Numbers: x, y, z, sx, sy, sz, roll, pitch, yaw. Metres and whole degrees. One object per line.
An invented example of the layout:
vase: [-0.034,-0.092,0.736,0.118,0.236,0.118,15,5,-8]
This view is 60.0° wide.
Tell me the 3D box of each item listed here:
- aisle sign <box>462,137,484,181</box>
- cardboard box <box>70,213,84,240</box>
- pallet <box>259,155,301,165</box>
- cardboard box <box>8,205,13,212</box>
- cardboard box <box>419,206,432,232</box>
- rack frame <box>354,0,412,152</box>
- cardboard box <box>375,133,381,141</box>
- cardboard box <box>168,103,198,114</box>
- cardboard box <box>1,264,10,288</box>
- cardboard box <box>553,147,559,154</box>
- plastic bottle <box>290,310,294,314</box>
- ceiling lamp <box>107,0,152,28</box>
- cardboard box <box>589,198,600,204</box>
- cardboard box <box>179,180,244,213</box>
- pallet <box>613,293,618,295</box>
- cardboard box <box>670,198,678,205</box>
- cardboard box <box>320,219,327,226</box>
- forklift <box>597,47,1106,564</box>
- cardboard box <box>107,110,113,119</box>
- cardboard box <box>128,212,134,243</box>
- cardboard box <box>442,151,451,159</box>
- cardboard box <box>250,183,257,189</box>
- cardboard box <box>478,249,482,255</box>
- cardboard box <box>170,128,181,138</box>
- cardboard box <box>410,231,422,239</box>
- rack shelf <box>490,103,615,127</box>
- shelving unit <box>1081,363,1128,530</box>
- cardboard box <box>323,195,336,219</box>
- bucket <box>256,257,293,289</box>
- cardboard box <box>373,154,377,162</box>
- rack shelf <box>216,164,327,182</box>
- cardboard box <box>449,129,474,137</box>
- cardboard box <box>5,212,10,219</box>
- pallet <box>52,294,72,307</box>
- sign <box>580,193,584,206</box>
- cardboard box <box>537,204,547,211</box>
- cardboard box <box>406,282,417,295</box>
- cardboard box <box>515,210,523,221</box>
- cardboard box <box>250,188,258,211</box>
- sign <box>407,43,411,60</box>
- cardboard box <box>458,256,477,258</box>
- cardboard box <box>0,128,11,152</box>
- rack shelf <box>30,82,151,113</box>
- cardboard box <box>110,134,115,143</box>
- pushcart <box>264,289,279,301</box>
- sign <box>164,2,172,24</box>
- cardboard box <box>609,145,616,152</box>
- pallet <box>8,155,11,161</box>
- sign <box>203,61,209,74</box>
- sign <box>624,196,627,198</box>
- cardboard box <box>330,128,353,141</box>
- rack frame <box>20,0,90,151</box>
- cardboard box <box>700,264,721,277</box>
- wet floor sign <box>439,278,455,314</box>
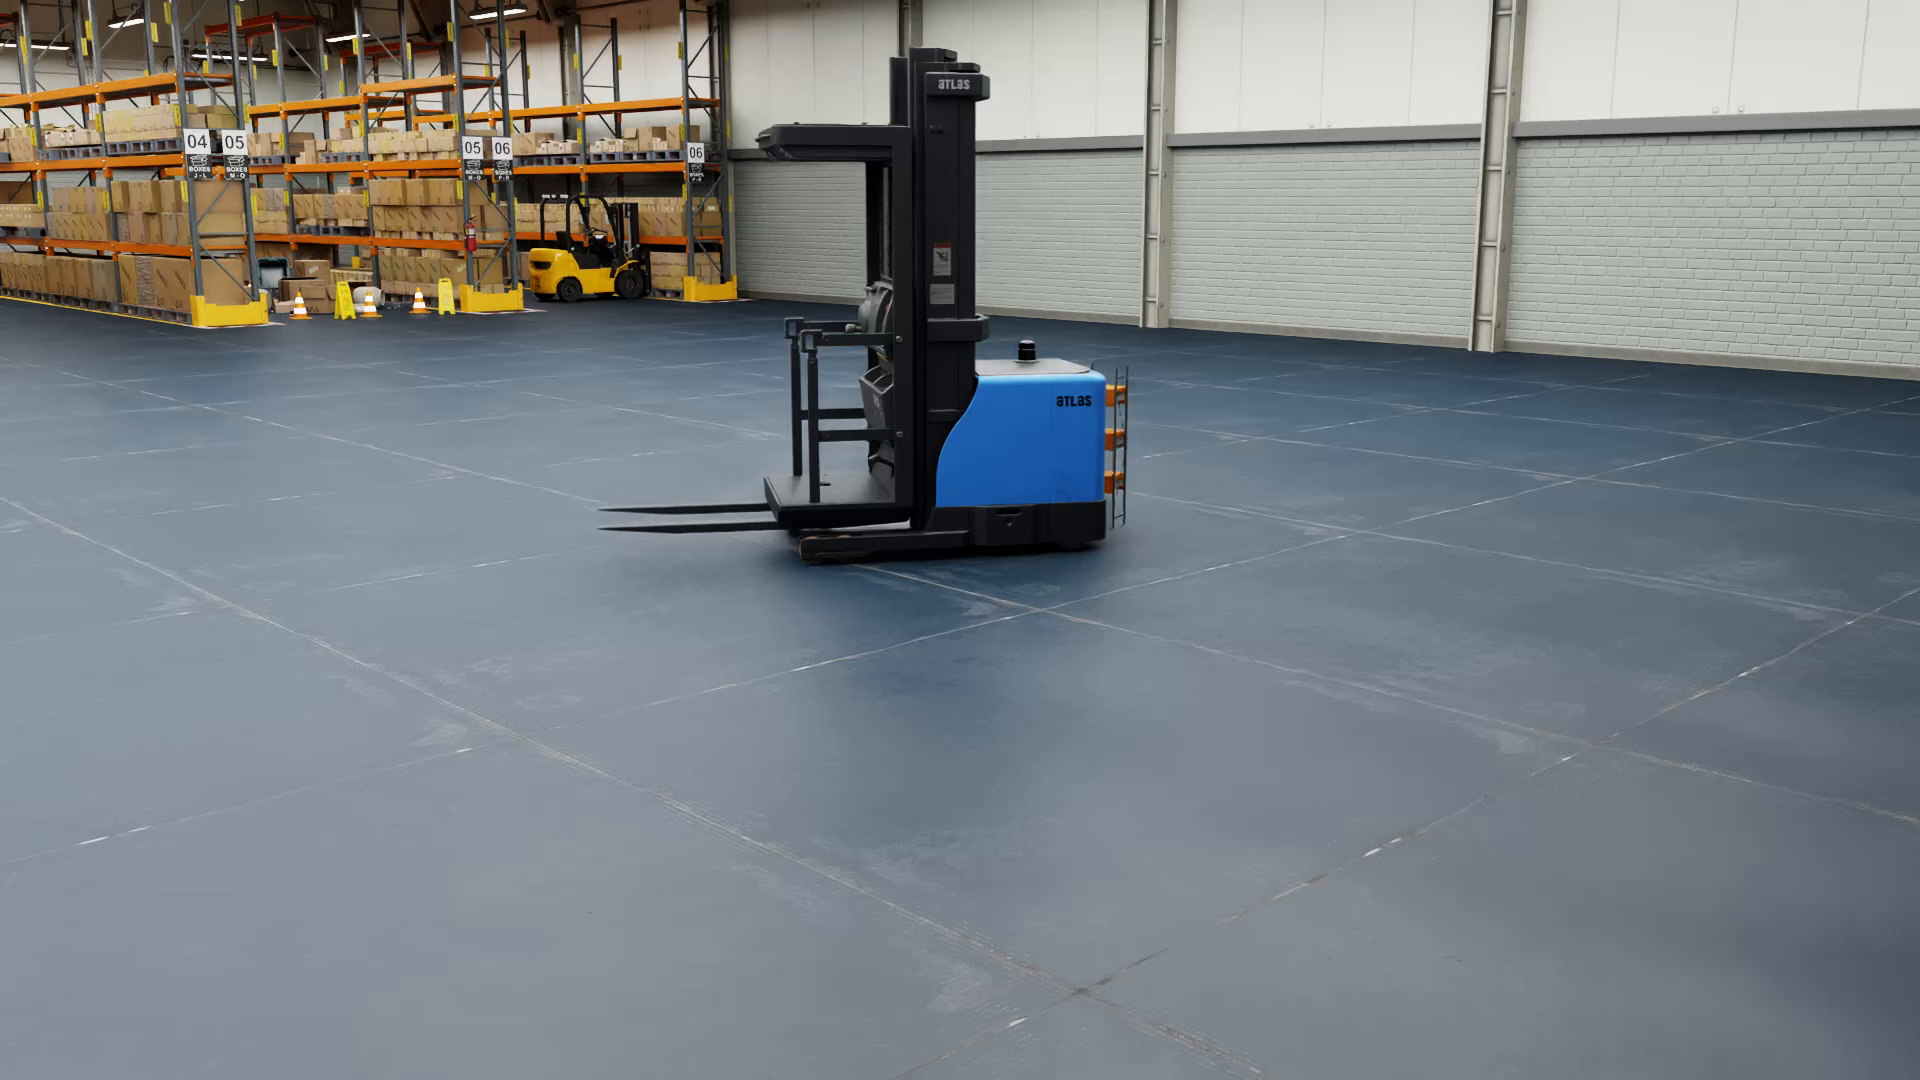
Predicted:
aisle sign: [-8.997,-7.047,30.742,0.394,0.787,0.004,-11,16,-43]
cardboard box: [-16.706,-6.012,31.910,0.500,0.500,0.500,-11,16,-43]
pallet: [-14.837,-8.454,37.048,1.213,0.211,1.003,-10,15,-40]
cardboard box: [-19.426,-6.857,34.369,0.380,0.149,0.250,-10,15,-40]
cardboard box: [-10.089,-6.206,32.117,0.500,0.500,0.500,-11,16,-43]
rack frame: [-11.592,-9.346,33.472,1.000,3.000,0.127,-11,16,-43]
cardboard box: [-11.410,-8.019,33.111,0.380,0.149,0.250,-10,15,-41]
cardboard box: [-12.818,-7.112,27.423,0.380,0.149,0.250,-11,16,-42]
cardboard box: [-20.308,-5.707,35.832,0.500,0.500,0.500,-10,15,-40]
cardboard box: [-8.984,-8.818,37.681,0.380,0.149,0.250,-11,16,-43]
plastic bottle: [-12.260,-4.207,30.679,0.283,0.061,0.133,6,13,26]
ceiling lamp: [-18.120,-12.946,36.482,0.800,3.185,2.000,-11,16,-43]
cardboard box: [-7.999,-7.524,36.905,0.380,0.149,0.250,-10,16,-41]
cardboard box: [-12.568,-5.781,27.989,0.875,0.550,0.550,-11,16,-43]
pallet: [-7.486,-5.612,37.127,1.003,0.211,1.213,-11,16,-43]
cardboard box: [-5.835,-7.083,34.763,0.380,0.149,0.250,-11,16,-42]
cardboard box: [-13.540,-6.841,35.763,0.380,0.149,0.250,-10,15,-39]
forklift: [-0.682,-1.408,9.984,3.031,2.935,1.130,-2,12,-11]
cardboard box: [-14.920,-7.556,29.580,0.380,0.149,0.250,-11,16,-43]
cardboard box: [-14.443,-5.647,30.015,0.875,0.550,0.550,-11,16,-43]
cardboard box: [-9.474,-7.214,31.184,0.380,0.149,0.250,-11,16,-42]
cardboard box: [-17.147,-8.513,39.967,0.380,0.149,0.250,-11,16,-43]
cardboard box: [-11.652,-7.099,40.983,0.250,0.149,0.380,11,16,43]
cardboard box: [-12.815,-6.721,27.501,0.380,0.149,0.250,-11,16,-43]
cardboard box: [-10.536,-5.973,32.591,0.380,0.149,0.250,-11,16,-43]
rack shelf: [-9.386,-9.781,38.362,1.077,0.370,4.000,-11,16,-43]
shelving unit: [0.924,-0.607,10.758,0.252,1.050,0.215,6,13,27]
cardboard box: [-13.135,-7.068,35.258,0.500,0.500,0.500,11,16,43]
bucket: [-13.341,-5.145,32.298,0.726,0.611,0.620,-5,3,-23]
cardboard box: [-11.554,-7.673,33.409,0.380,0.149,0.250,-11,16,-43]
rack shelf: [-15.735,-8.400,38.098,1.077,0.370,4.000,-11,16,-43]
cardboard box: [-9.277,-7.568,30.926,0.380,0.149,0.250,-11,16,-42]
cardboard box: [-19.606,-6.749,34.581,0.380,0.149,0.250,-11,16,-44]
pallet: [-17.375,-4.795,33.163,1.003,0.211,1.213,-11,16,-43]
sign: [-8.390,-7.551,36.955,0.100,0.325,0.005,-11,16,-43]
cardboard box: [-9.544,-7.695,38.474,0.250,0.149,0.380,11,16,44]
cardboard box: [-10.635,-4.989,32.967,0.500,0.250,0.500,-11,16,-43]
cardboard box: [-10.292,-7.683,39.401,0.500,0.250,0.500,-10,15,-41]
cardboard box: [-15.943,-7.791,38.067,0.500,0.500,0.500,-11,16,-43]
sign: [-11.187,-9.915,33.724,0.100,0.325,0.005,-11,16,-43]
cardboard box: [-9.568,-5.285,32.546,0.500,0.500,0.500,11,16,43]
cardboard box: [-19.655,-8.352,34.786,0.797,0.503,0.637,-11,16,-43]
rack shelf: [-16.483,-8.385,31.582,1.077,0.370,4.000,-11,16,-43]
cardboard box: [-14.916,-7.165,29.658,0.380,0.149,0.250,-11,16,-42]
pushcart: [-13.206,-4.798,32.764,0.936,0.377,1.648,6,13,26]
sign: [-12.742,-8.480,26.760,0.100,0.325,0.005,-11,16,-43]
cardboard box: [-7.384,-8.480,36.040,0.380,0.149,0.250,-10,15,-41]
pallet: [-20.278,-8.143,35.532,1.213,0.211,1.003,-11,16,-43]
sign: [-17.535,-10.974,38.671,0.100,0.325,0.005,-11,16,-43]
sign: [-7.604,-7.640,37.719,0.100,0.325,0.005,-11,16,-43]
cardboard box: [-12.805,-8.466,34.729,0.500,0.250,0.500,-11,16,-42]
rack frame: [-17.865,-9.225,32.886,1.000,3.000,0.127,-11,16,-43]
cardboard box: [-5.417,-5.717,35.262,0.500,0.250,0.500,-11,16,-42]
wet floor sign: [-9.472,-4.494,30.623,0.267,0.644,0.232,-5,13,-23]
